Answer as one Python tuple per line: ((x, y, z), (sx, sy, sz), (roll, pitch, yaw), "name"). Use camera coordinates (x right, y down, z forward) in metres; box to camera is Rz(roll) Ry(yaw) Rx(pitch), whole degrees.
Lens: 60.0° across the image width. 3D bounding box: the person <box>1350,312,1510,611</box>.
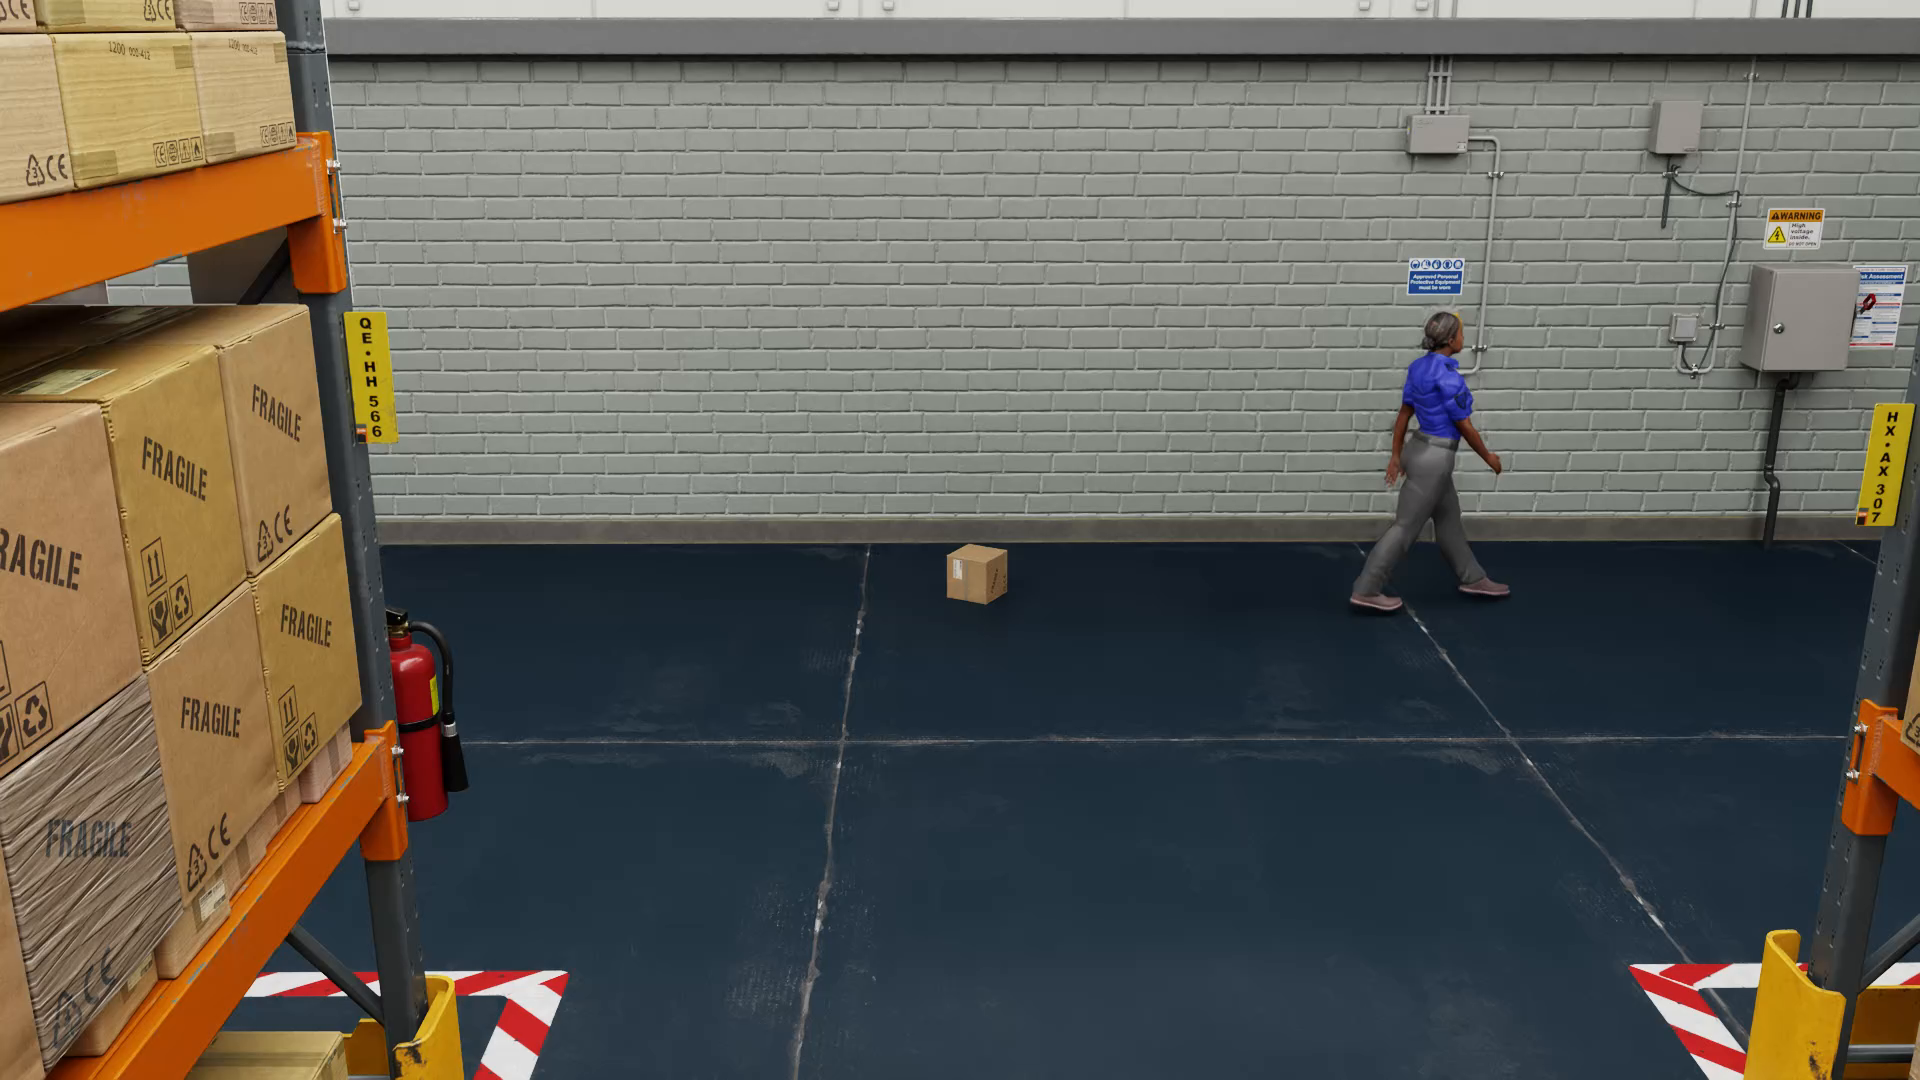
((2.583, -0.420, 8.868), (0.967, 1.604, 0.443), (-2, 17, -6), "person")
